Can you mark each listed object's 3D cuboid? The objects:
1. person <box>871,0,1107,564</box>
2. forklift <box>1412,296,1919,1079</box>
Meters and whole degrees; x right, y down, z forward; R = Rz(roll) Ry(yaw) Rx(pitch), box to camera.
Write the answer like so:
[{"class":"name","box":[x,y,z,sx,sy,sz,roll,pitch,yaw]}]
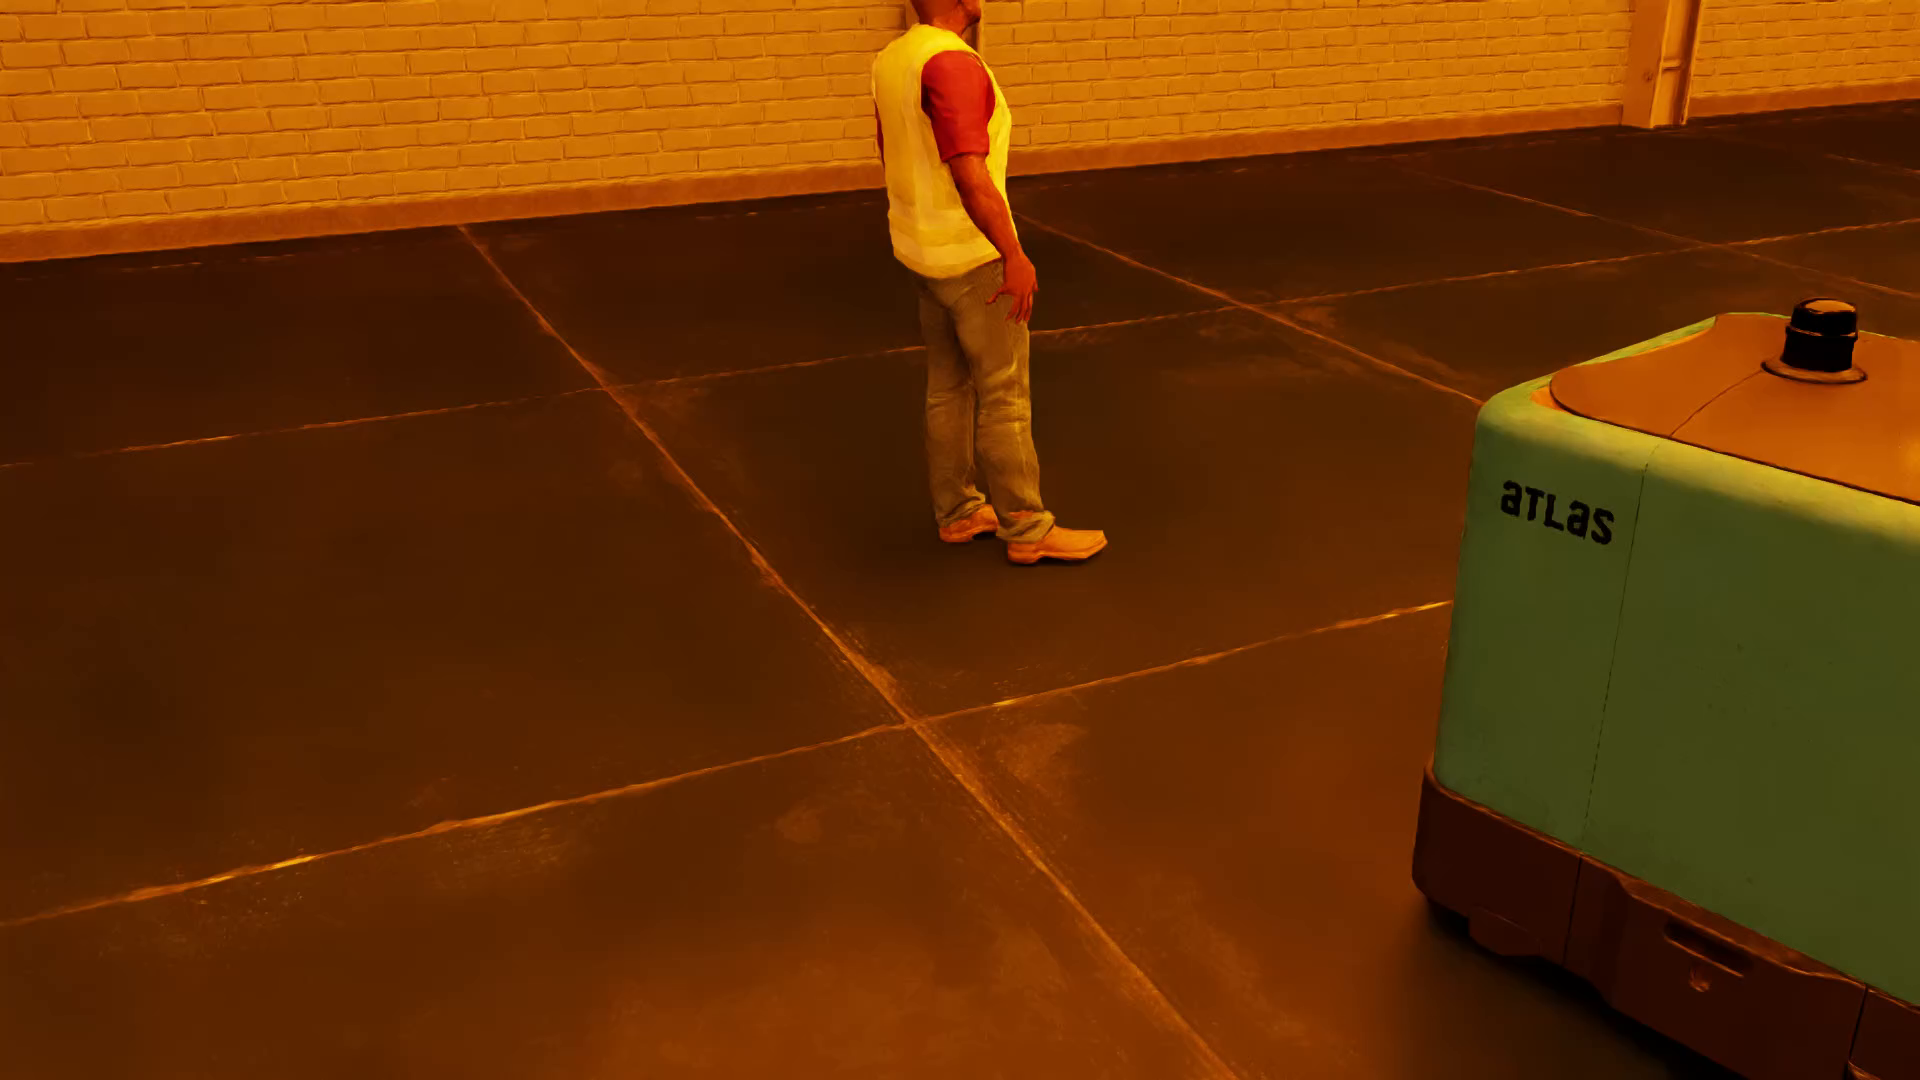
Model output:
[{"class":"person","box":[0.065,-0.831,4.788,0.576,1.766,0.665,-10,25,-23]},{"class":"forklift","box":[2.238,-0.306,2.024,1.130,2.935,3.031,-18,29,-37]}]
